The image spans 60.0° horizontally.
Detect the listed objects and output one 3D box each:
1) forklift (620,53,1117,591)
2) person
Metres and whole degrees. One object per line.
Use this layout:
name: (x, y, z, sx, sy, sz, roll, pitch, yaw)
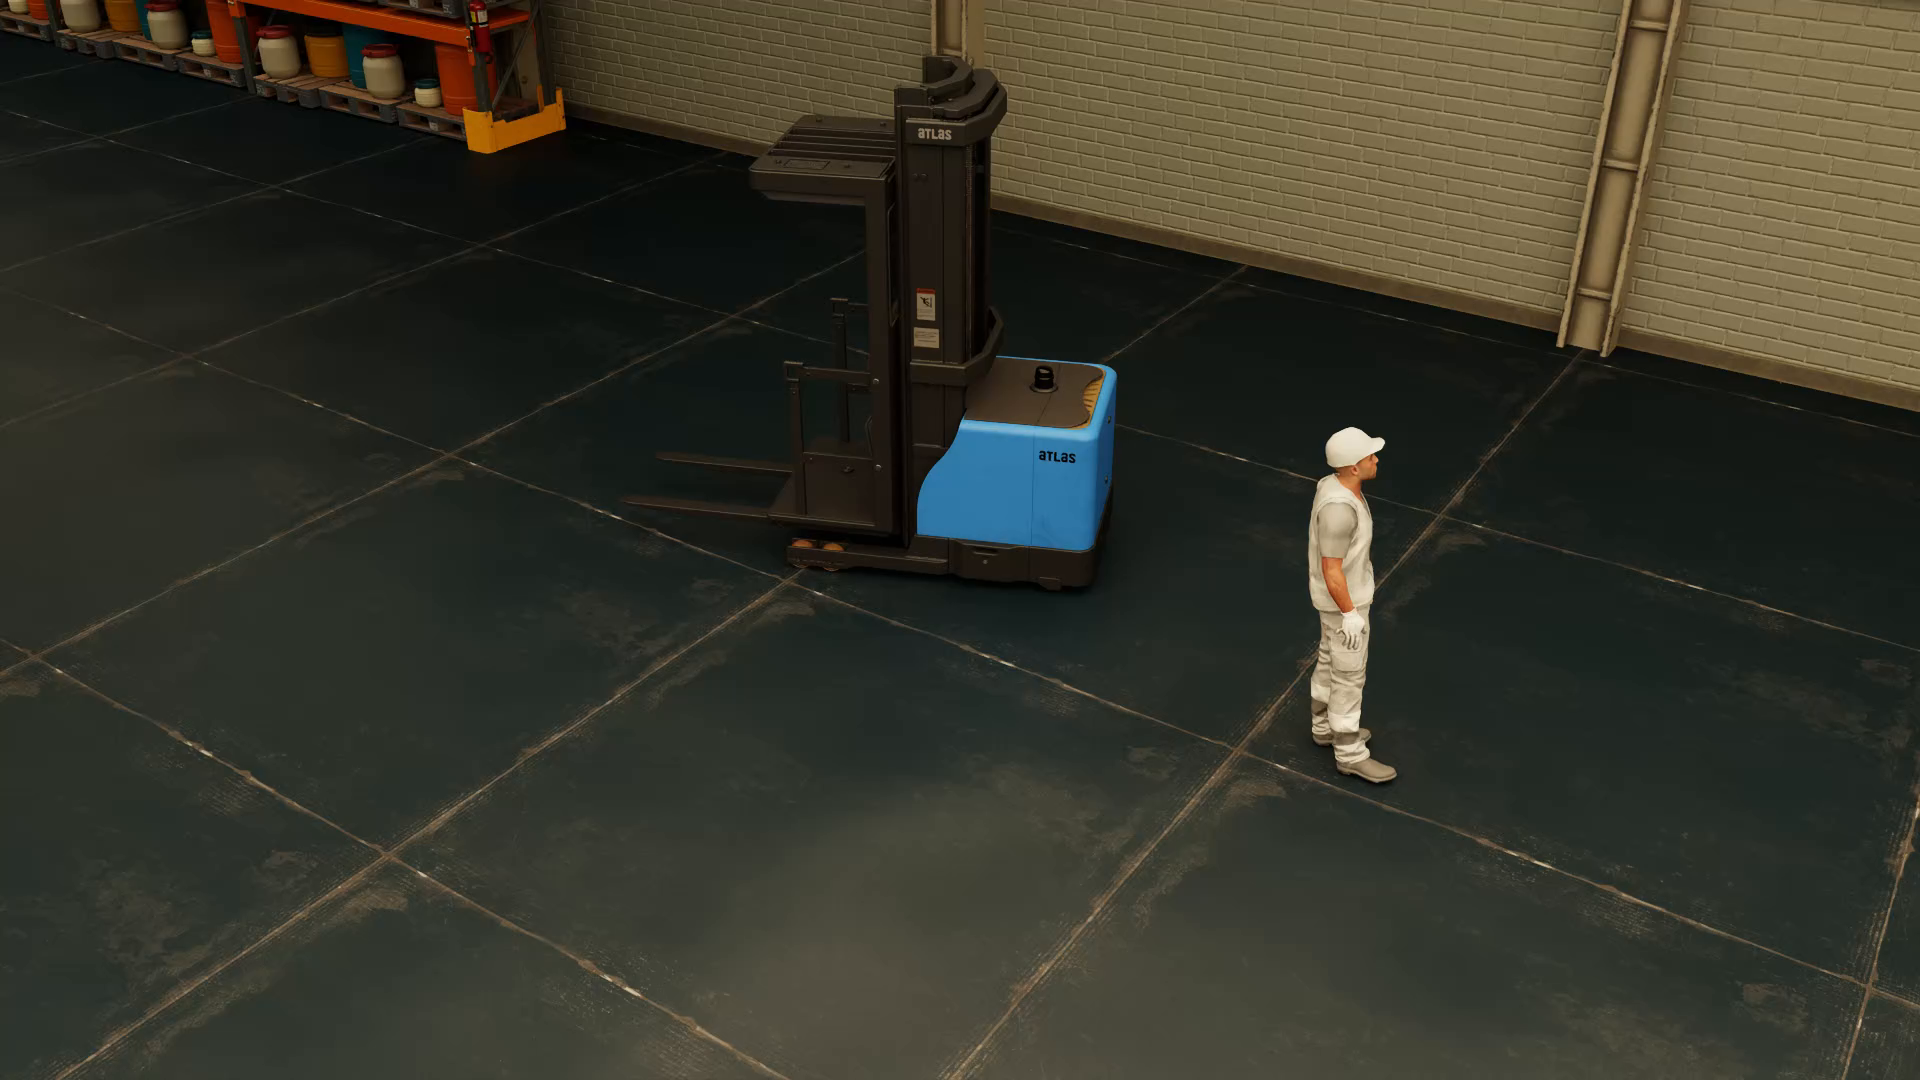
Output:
forklift: (-0.596, -1.330, 9.871, 3.031, 2.935, 1.130, 6, 31, 10)
person: (1.969, 0.288, 8.207, 0.564, 1.787, 0.637, 5, 31, 9)
